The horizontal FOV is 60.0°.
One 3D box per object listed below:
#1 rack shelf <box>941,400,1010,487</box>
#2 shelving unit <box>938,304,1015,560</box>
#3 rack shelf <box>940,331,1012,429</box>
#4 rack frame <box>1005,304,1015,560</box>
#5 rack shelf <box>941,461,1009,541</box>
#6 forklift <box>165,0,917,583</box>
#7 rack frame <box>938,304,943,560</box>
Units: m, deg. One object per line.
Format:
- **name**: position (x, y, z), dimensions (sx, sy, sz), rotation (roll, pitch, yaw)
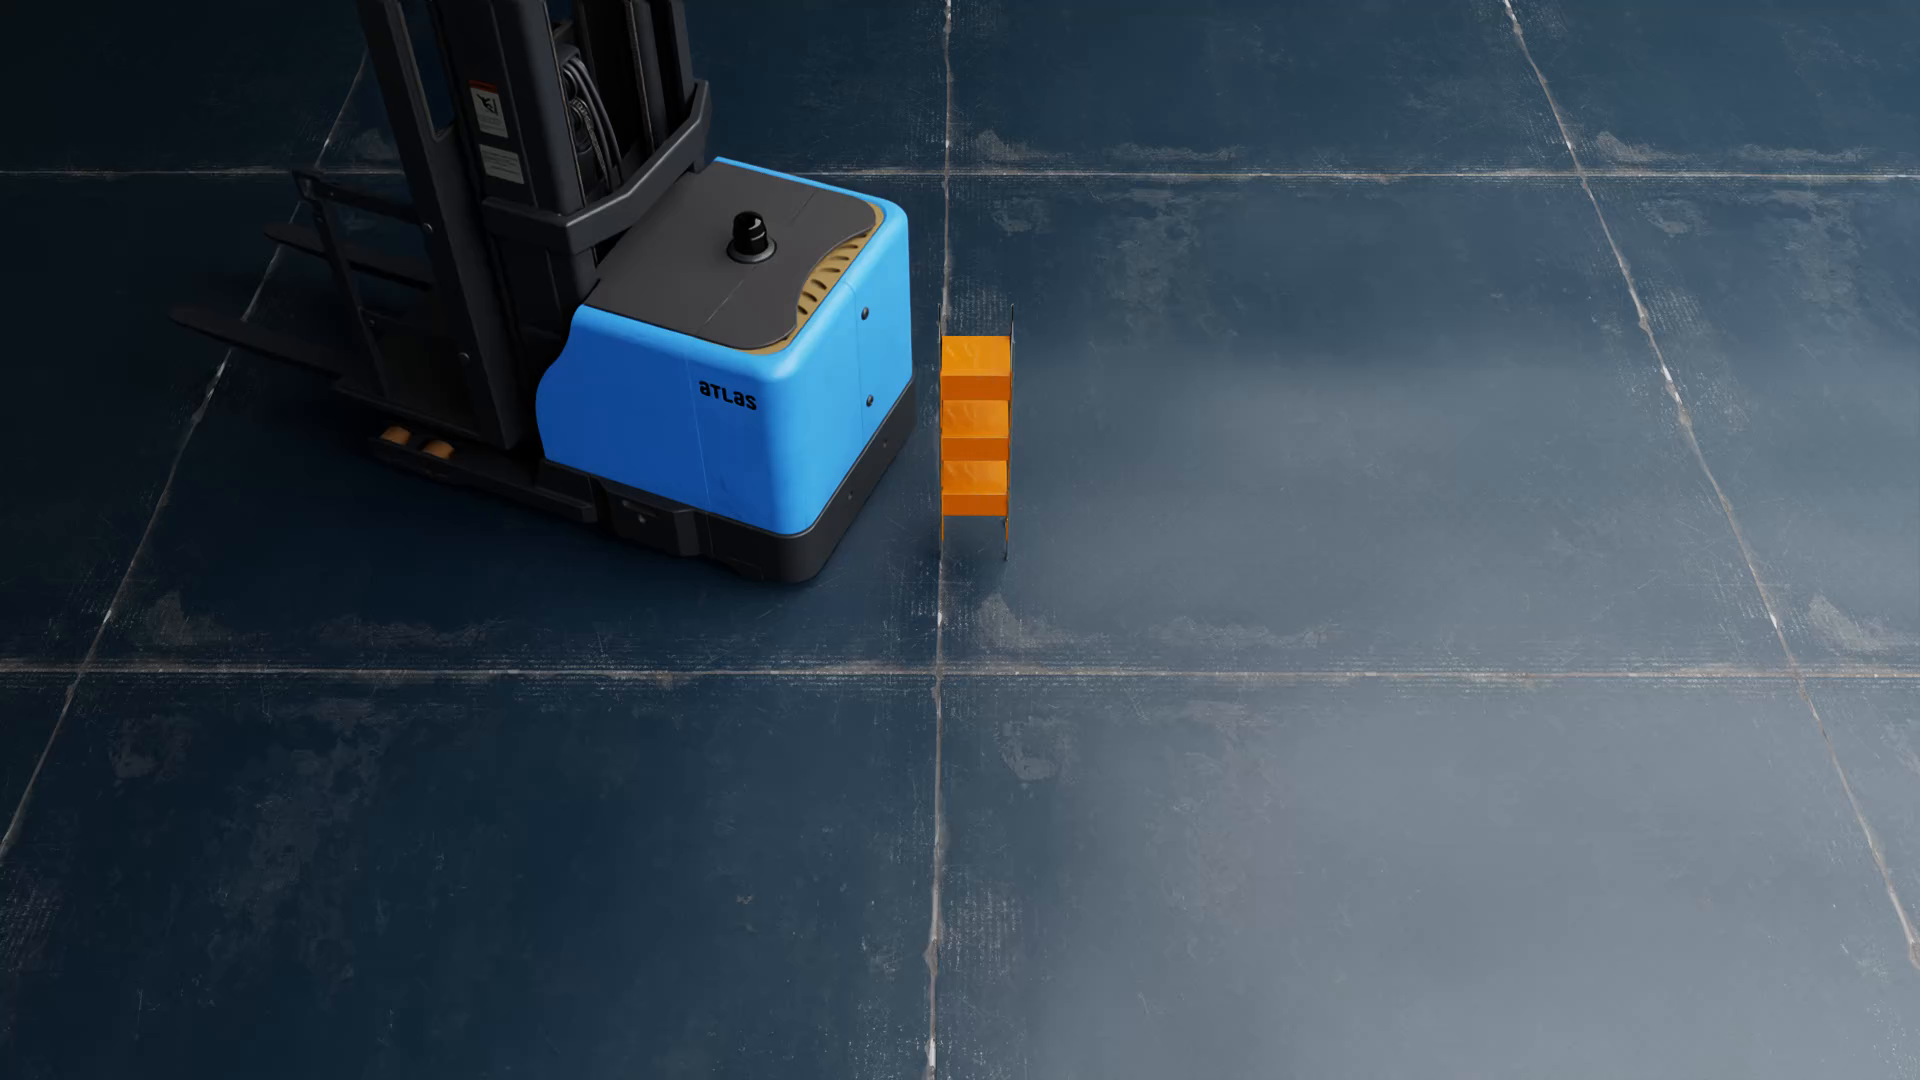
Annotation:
- **rack shelf**: position (0.053, -0.350, 5.873), dimensions (0.240, 0.259, 0.215), rotation (0, 47, 0)
- **shelving unit**: position (0.053, -0.358, 5.866), dimensions (0.252, 1.050, 0.215), rotation (0, 47, 0)
- **rack shelf**: position (0.053, -0.544, 5.666), dimensions (0.240, 0.259, 0.215), rotation (0, 47, 0)
- **rack frame**: position (0.175, -0.357, 5.865), dimensions (0.008, 1.050, 0.200), rotation (0, 47, 0)
- **rack shelf**: position (0.054, -0.161, 6.077), dimensions (0.240, 0.259, 0.215), rotation (0, 47, 0)
- **forklift**: position (-1.735, -1.560, 5.700), dimensions (3.031, 2.935, 1.130), rotation (17, 49, 16)
- **rack frame**: position (-0.069, -0.358, 5.866), dimensions (0.008, 1.050, 0.200), rotation (0, 47, 0)
